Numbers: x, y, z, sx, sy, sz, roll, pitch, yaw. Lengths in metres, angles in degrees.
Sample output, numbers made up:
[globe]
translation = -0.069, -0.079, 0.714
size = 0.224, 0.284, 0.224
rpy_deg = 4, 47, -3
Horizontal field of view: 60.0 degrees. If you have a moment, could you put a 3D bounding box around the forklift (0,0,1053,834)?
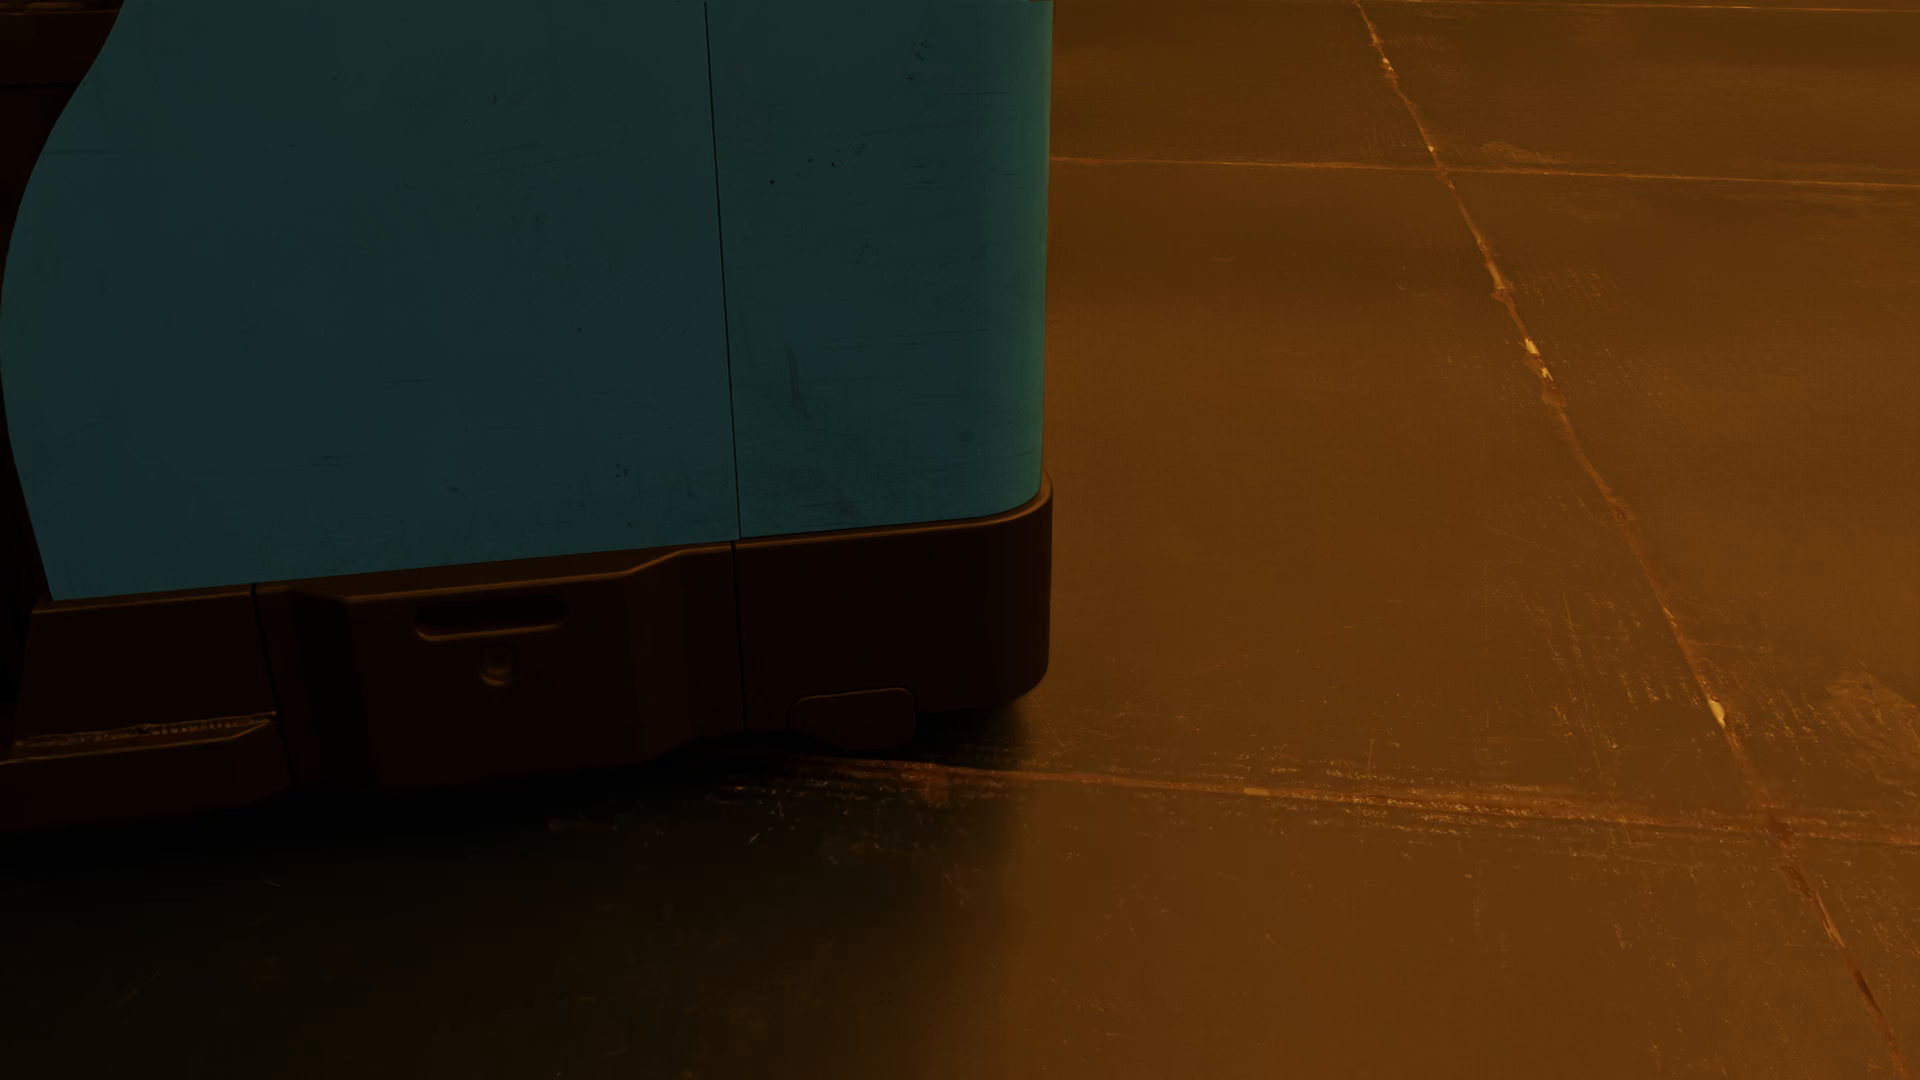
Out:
[forklift]
translation = -1.462, -1.153, 1.528
size = 3.031, 2.935, 1.130
rpy_deg = -5, 27, -10
